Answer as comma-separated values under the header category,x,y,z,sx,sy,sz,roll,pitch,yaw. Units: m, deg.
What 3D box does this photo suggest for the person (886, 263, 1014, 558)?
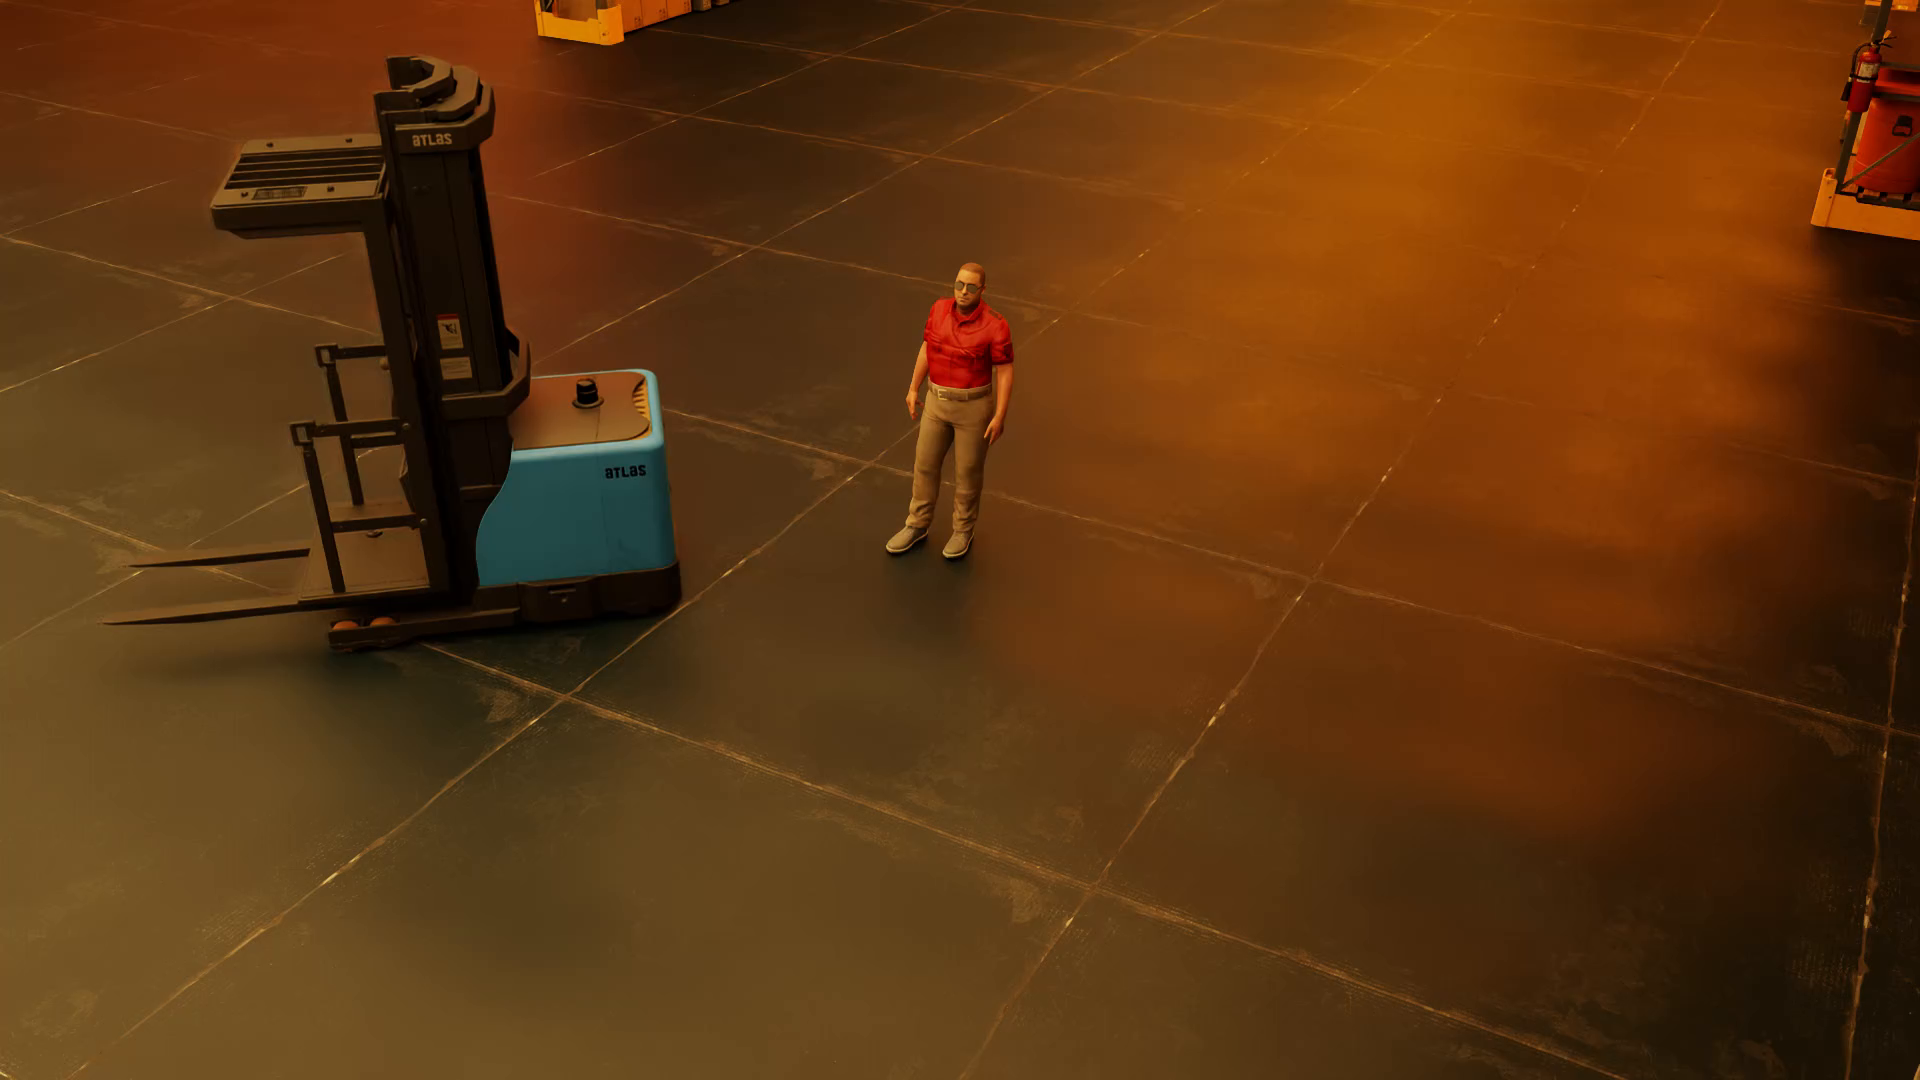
category,x,y,z,sx,sy,sz,roll,pitch,yaw
person,-0.053,-0.719,9.504,0.642,1.727,0.550,15,33,25

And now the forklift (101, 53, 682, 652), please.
category,x,y,z,sx,sy,sz,roll,pitch,yaw
forklift,-3.128,-0.954,8.723,3.031,2.935,1.130,-6,31,-10
